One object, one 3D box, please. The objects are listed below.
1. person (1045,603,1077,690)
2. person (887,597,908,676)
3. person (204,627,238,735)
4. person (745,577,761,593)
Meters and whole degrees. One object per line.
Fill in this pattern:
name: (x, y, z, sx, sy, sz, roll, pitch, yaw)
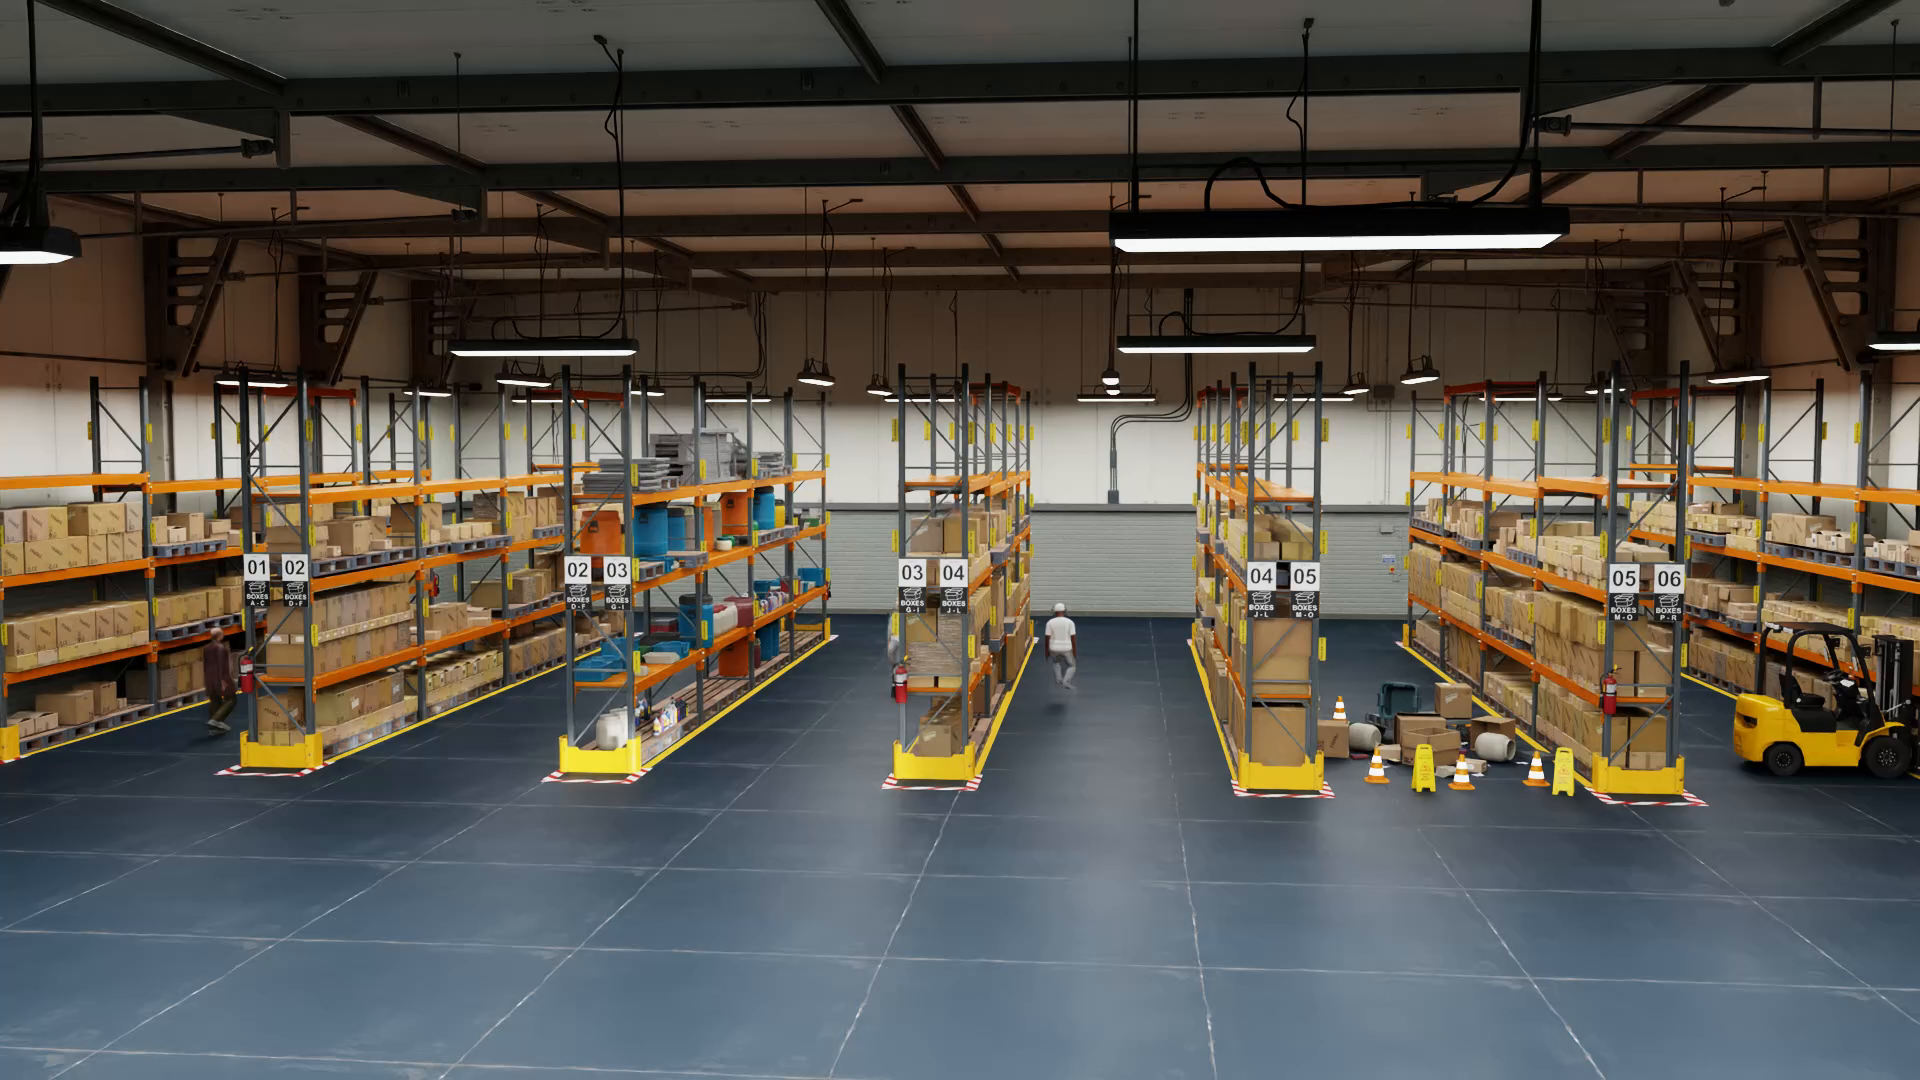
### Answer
person: (1.884, 1.976, 31.068, 0.595, 1.600, 0.662, 1, 4, 9)
person: (-1.153, 1.875, 32.593, 0.599, 1.531, 1.067, 0, 4, 7)
person: (-12.333, 2.340, 27.561, 0.627, 1.765, 0.571, 1, 4, 17)
person: (-4.759, 1.702, 38.463, 0.533, 1.699, 0.399, 0, 4, -4)
